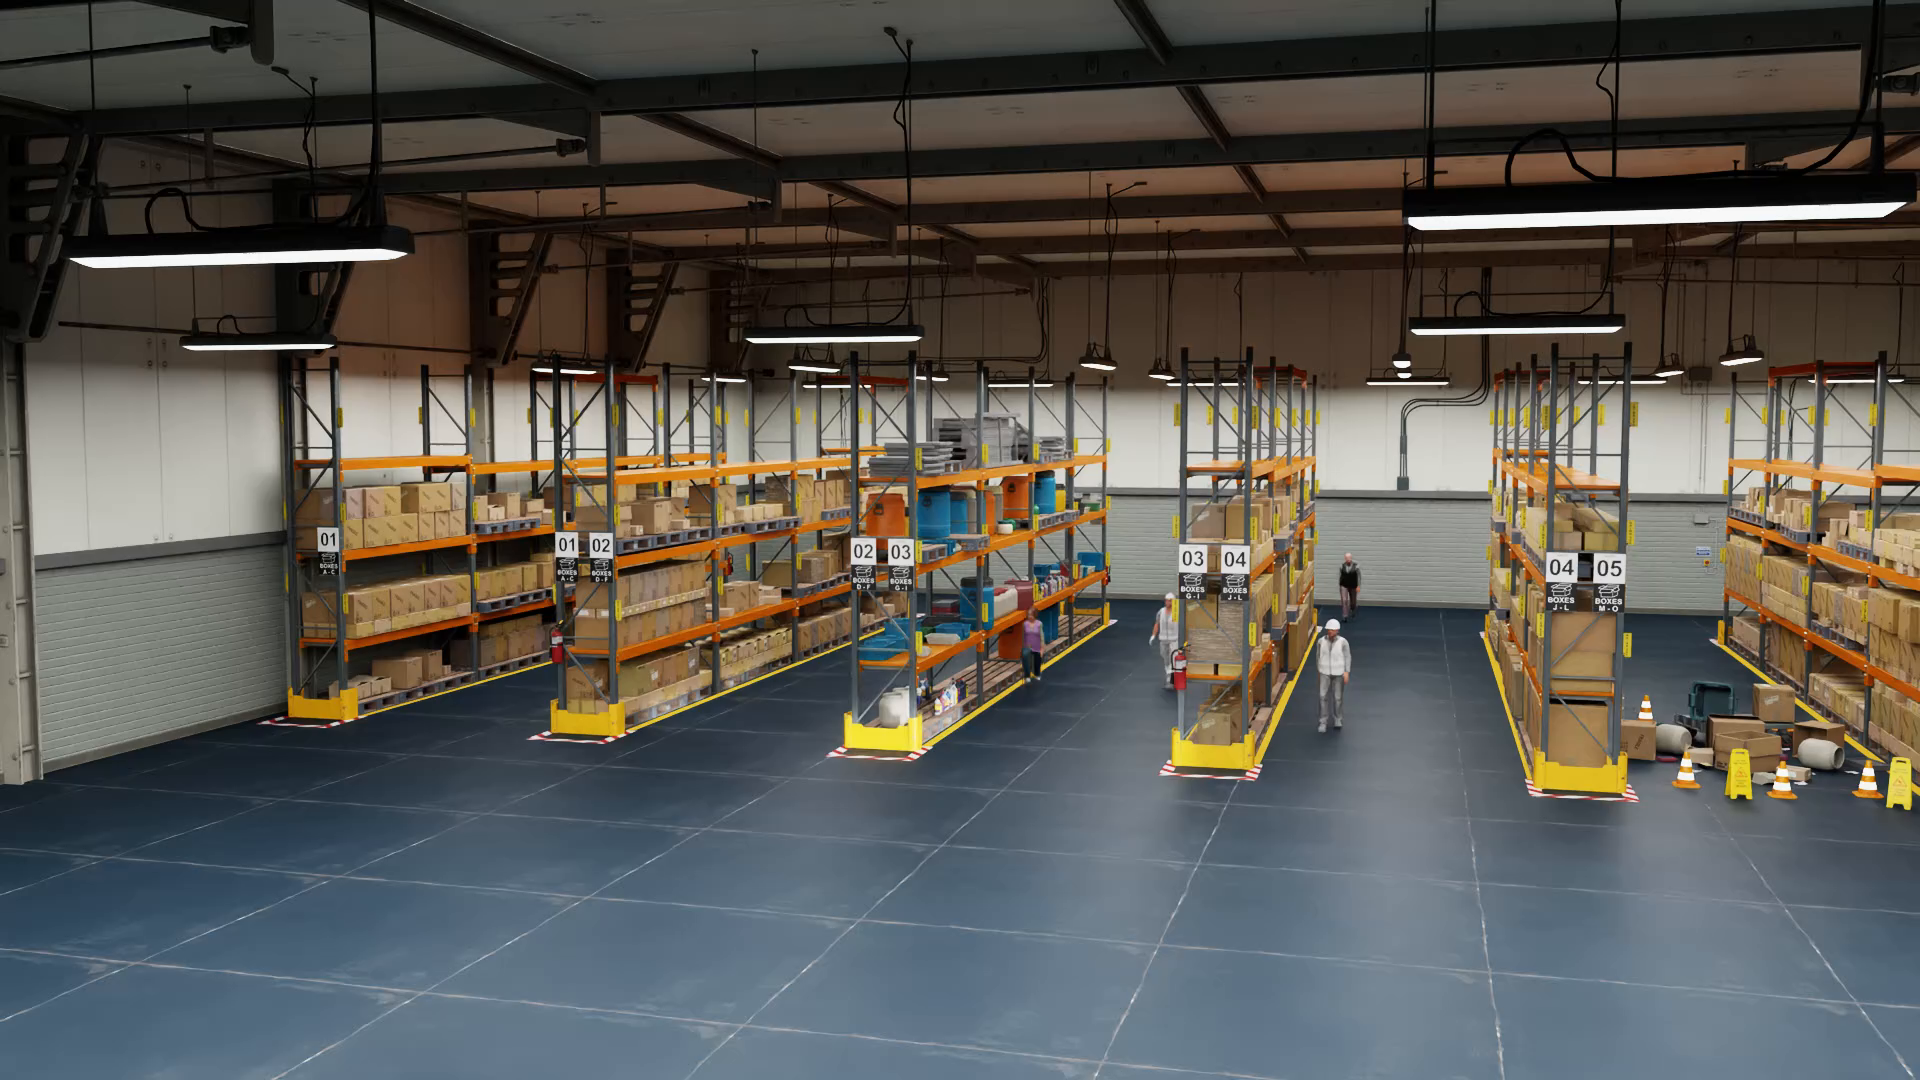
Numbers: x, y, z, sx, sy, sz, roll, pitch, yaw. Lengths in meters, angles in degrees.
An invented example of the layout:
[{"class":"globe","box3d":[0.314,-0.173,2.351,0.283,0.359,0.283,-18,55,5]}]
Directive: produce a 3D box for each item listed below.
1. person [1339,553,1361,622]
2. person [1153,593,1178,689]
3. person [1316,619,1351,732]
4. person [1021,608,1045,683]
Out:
[{"class":"person","box3d":[9.604,1.153,40.946,0.534,1.681,0.948,1,4,12]},{"class":"person","box3d":[3.869,1.852,30.825,0.608,1.726,1.068,1,4,18]},{"class":"person","box3d":[5.980,2.159,26.721,0.577,1.783,0.696,2,5,24]},{"class":"person","box3d":[1.305,1.885,29.729,0.436,1.342,0.975,0,4,5]}]
